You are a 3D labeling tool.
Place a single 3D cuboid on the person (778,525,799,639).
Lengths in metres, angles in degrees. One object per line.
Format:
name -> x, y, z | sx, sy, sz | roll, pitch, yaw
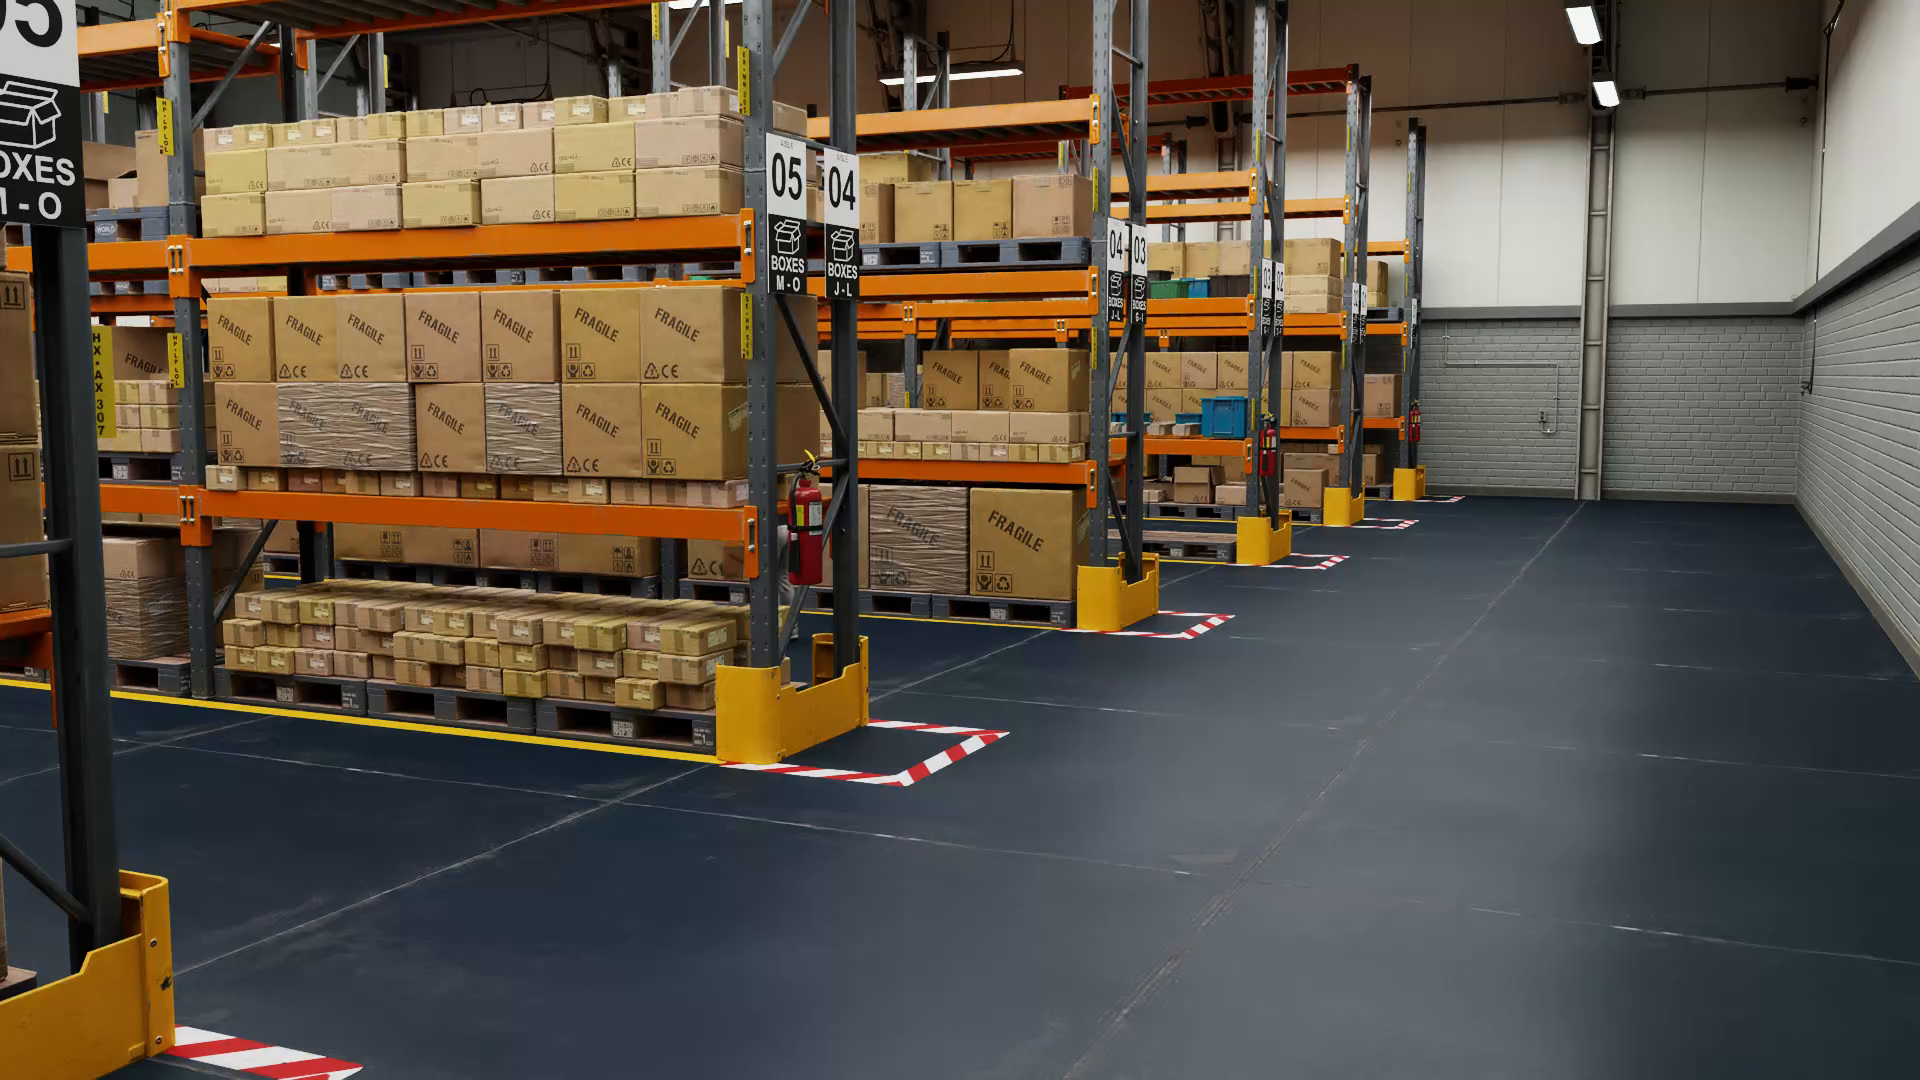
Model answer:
person -> -1.377, -0.068, 12.383 | 0.360, 1.677, 0.505 | 2, 6, 22
